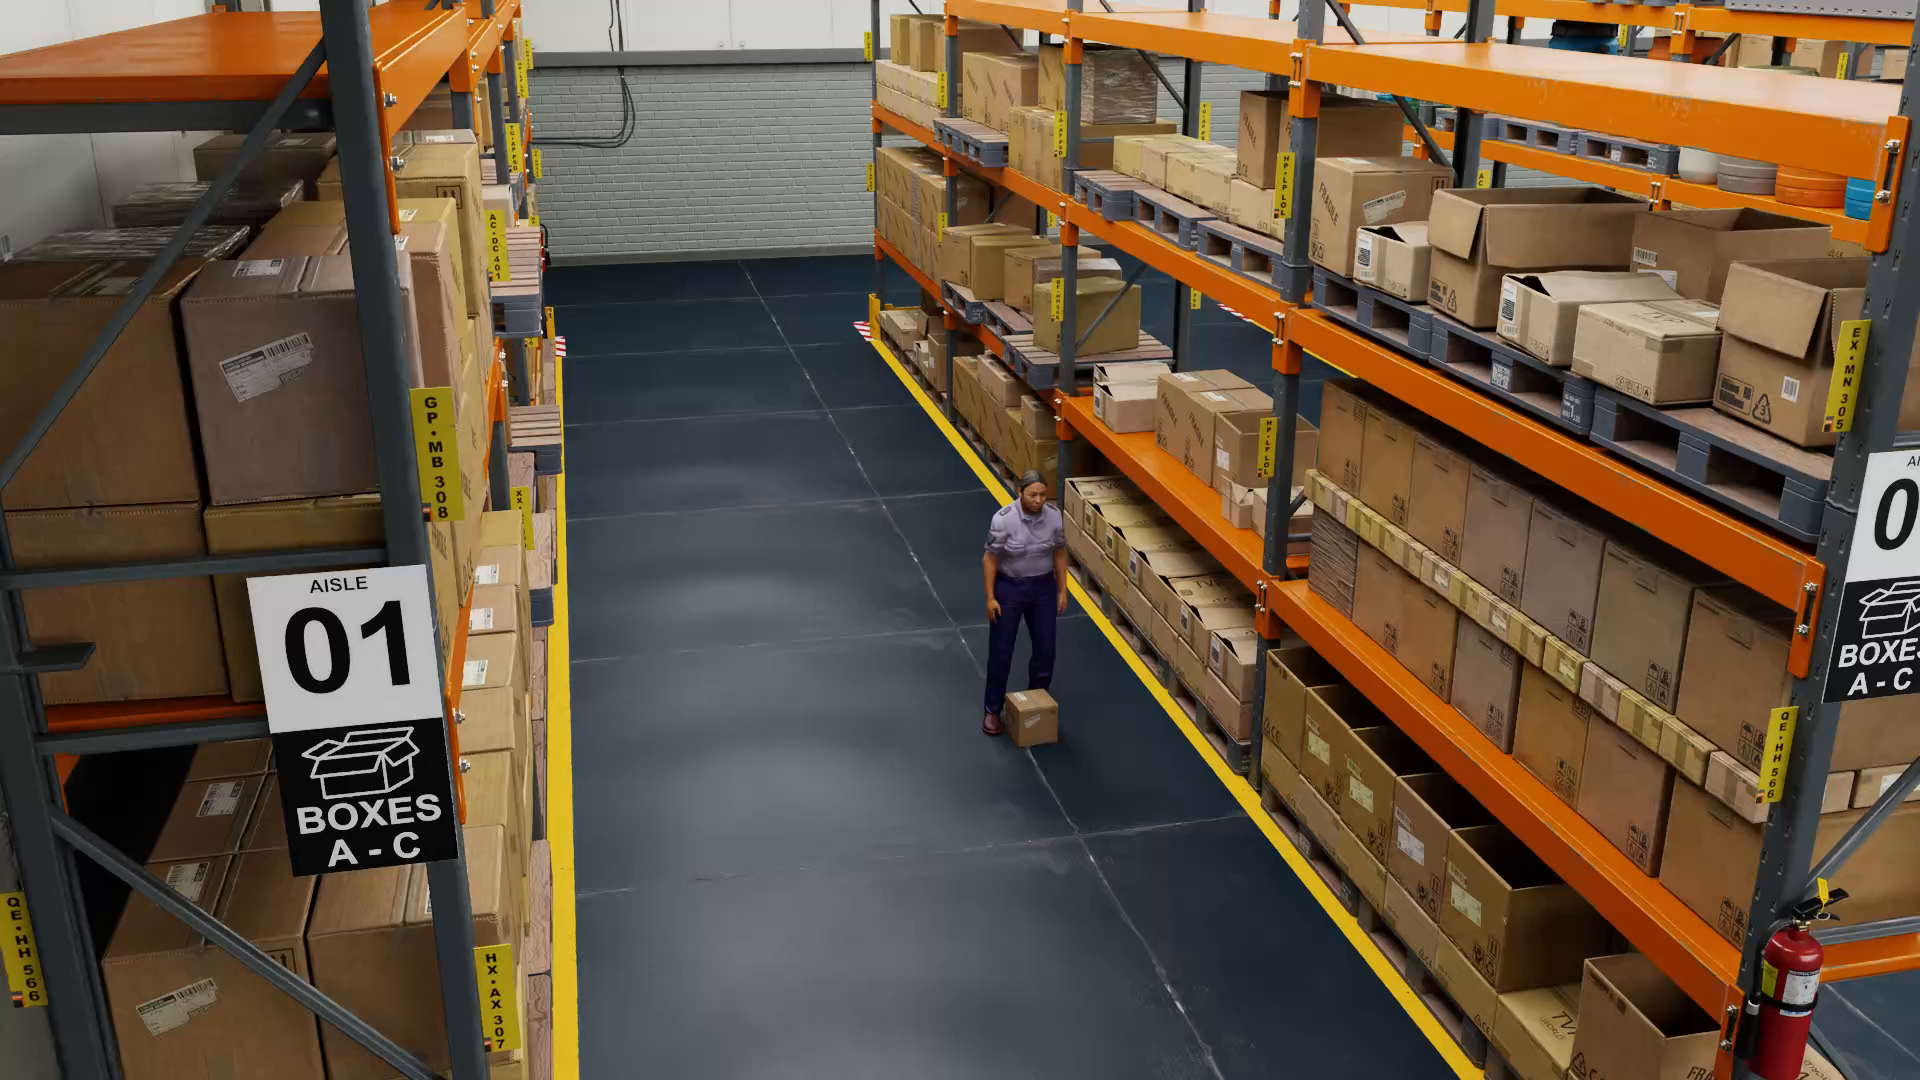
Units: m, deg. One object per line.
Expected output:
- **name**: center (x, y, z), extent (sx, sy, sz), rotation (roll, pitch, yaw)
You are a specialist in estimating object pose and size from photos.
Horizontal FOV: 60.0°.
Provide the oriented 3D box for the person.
- **person**: center (0.392, 0.355, 10.094), extent (0.563, 1.653, 0.418), rotation (-6, 20, -15)
